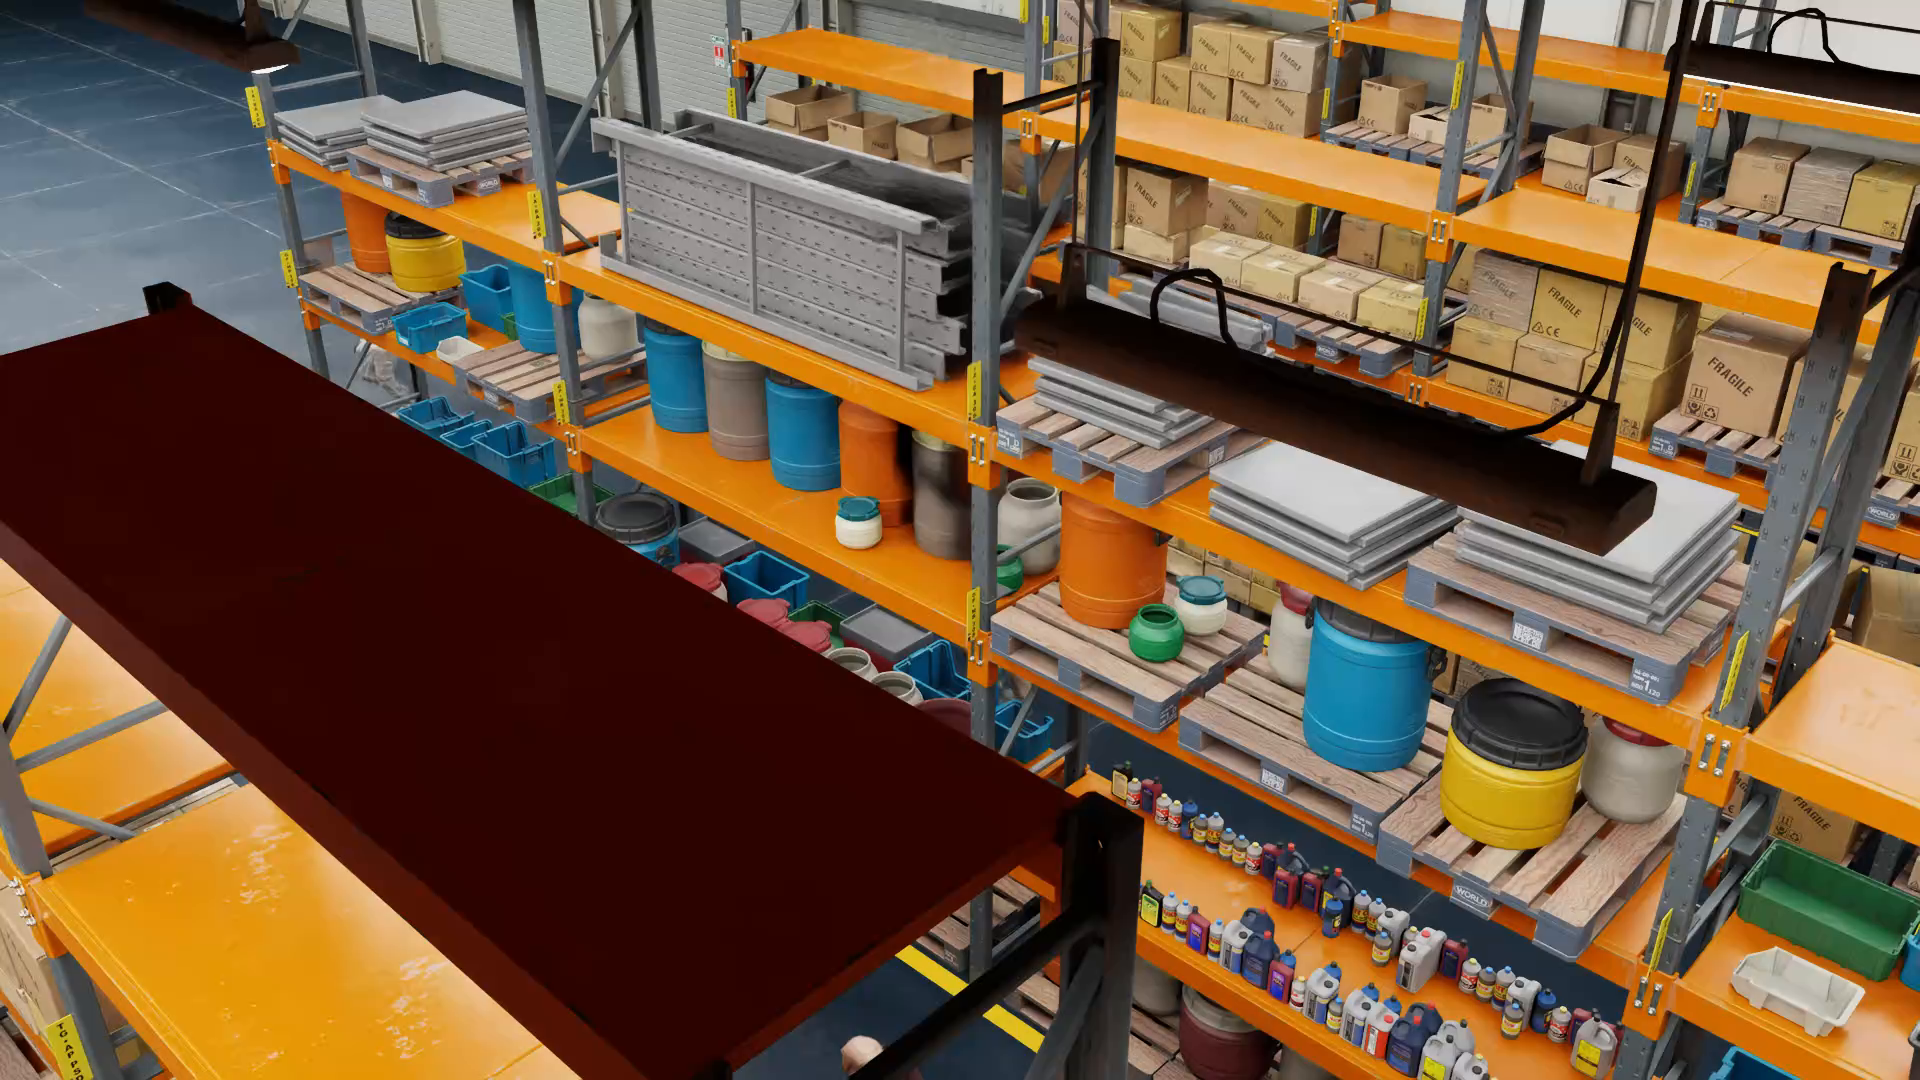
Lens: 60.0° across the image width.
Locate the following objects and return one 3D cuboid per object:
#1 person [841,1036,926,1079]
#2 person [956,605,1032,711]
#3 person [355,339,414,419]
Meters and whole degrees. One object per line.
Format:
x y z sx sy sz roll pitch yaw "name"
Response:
-0.484 3.129 8.361 0.762 1.753 0.715 19 34 29 "person"
0.226 0.545 12.969 0.682 1.739 0.791 -22 36 -33 "person"
-6.383 -2.142 18.268 0.546 1.738 0.695 -16 33 -26 "person"
